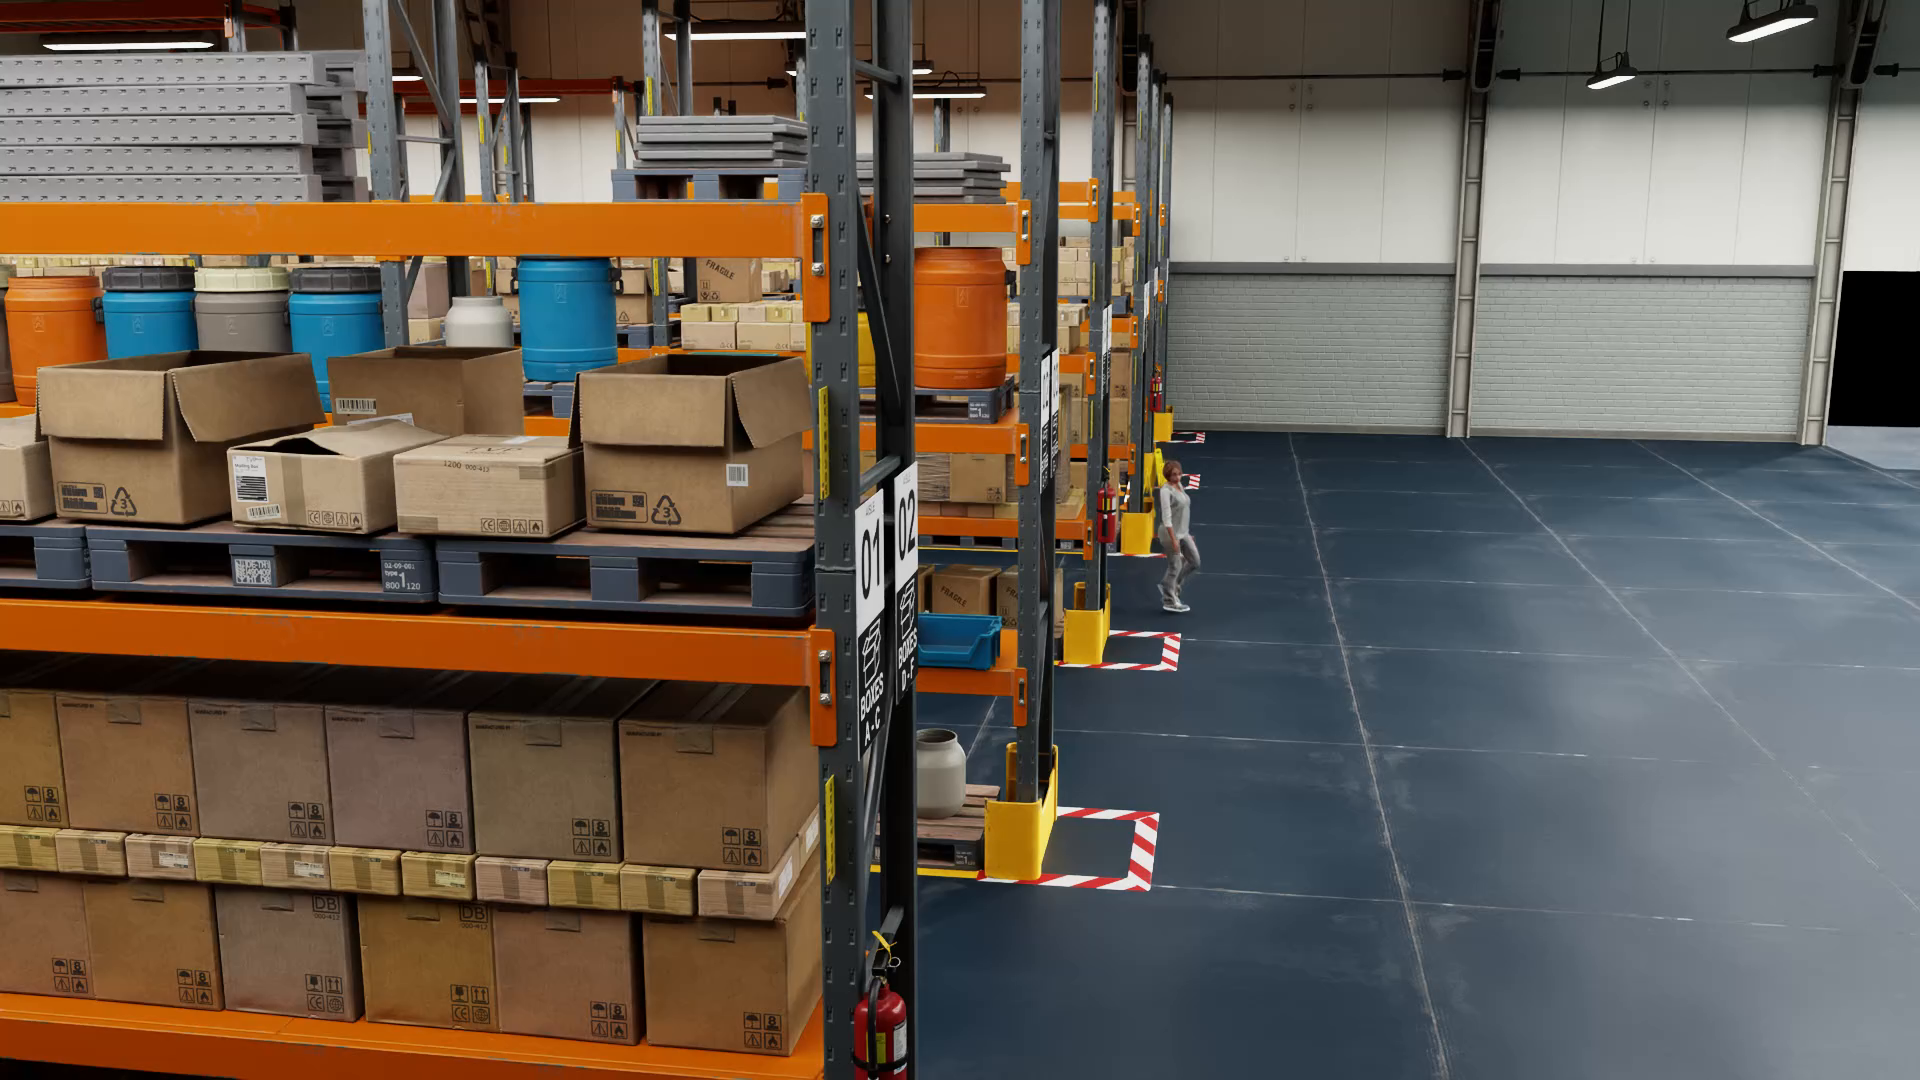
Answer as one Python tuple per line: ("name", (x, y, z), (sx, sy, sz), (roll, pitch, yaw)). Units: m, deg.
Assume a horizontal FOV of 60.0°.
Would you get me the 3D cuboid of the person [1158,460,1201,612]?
("person", (2.207, -0.033, 16.787), (0.388, 1.577, 0.503), (6, 13, 28))
